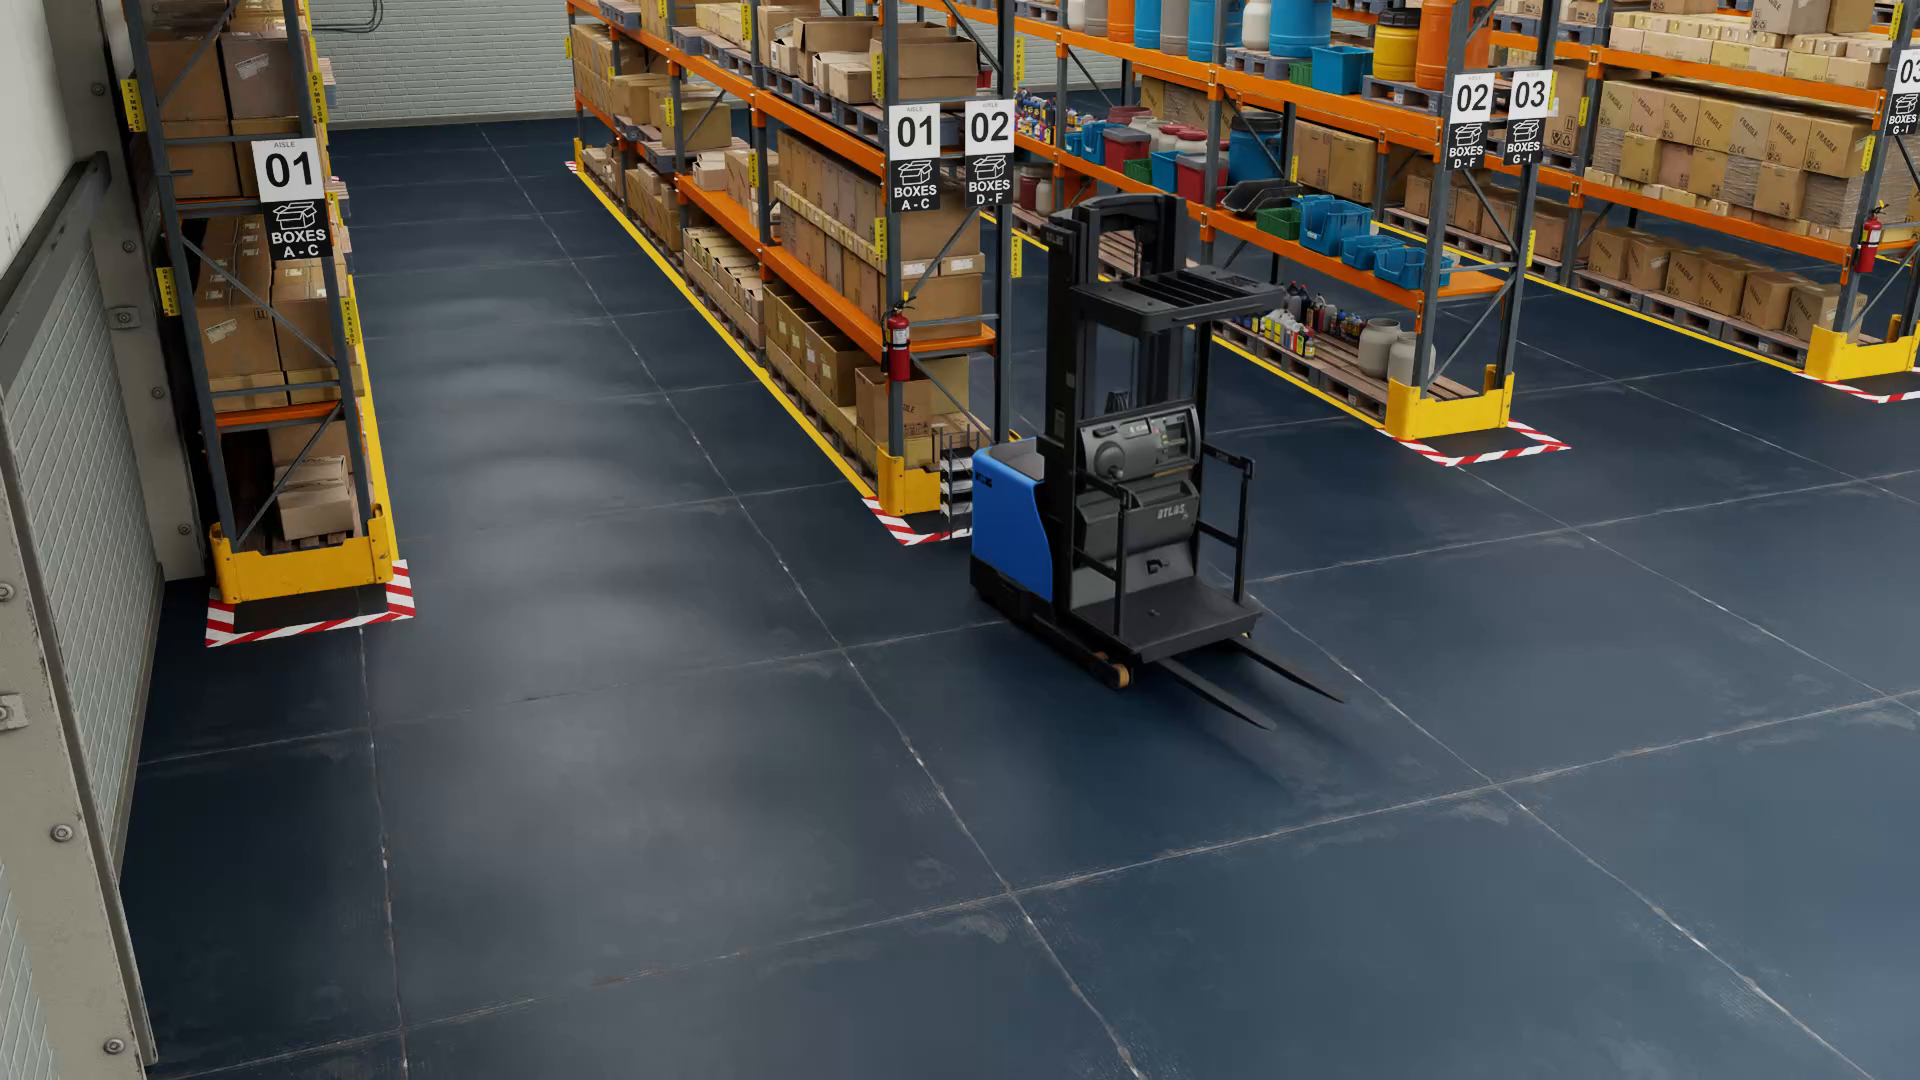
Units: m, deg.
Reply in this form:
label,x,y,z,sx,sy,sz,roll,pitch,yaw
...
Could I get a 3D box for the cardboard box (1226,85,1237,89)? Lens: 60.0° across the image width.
label,x,y,z,sx,sy,sz,roll,pitch,yaw
cardboard box,4.531,-7.384,26.855,0.380,0.149,0.250,-8,24,-19

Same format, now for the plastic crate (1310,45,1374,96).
label,x,y,z,sx,sy,sz,roll,pitch,yaw
plastic crate,3.596,-4.421,15.659,0.392,0.384,0.575,-8,24,-19

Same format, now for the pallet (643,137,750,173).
label,x,y,z,sx,sy,sz,roll,pitch,yaw
pallet,-3.215,-4.771,20.579,1.213,0.211,1.003,-8,24,-19

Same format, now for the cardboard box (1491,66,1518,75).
label,x,y,z,sx,sy,sz,roll,pitch,yaw
cardboard box,9.302,-8.034,28.396,0.380,0.149,0.250,-9,24,-20

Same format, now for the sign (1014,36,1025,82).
label,x,y,z,sx,sy,sz,roll,pitch,yaw
sign,0.437,-3.612,12.491,0.100,0.325,0.005,-8,24,-19

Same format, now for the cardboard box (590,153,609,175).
label,x,y,z,sx,sy,sz,roll,pitch,yaw
cardboard box,-5.456,-5.866,25.902,0.500,0.250,0.500,-8,24,-19

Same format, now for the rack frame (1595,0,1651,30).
label,x,y,z,sx,sy,sz,roll,pitch,yaw
rack frame,7.772,-7.292,18.588,1.000,3.000,0.127,-8,24,-19

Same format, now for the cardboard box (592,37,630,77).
label,x,y,z,sx,sy,sz,roll,pitch,yaw
cardboard box,-5.106,-7.100,24.442,0.500,0.500,0.500,-8,24,-19

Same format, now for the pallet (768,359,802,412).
label,x,y,z,sx,sy,sz,roll,pitch,yaw
pallet,-1.255,-1.590,16.374,1.003,0.211,1.213,-8,24,-19

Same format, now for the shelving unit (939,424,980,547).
label,x,y,z,sx,sy,sz,roll,pitch,yaw
shelving unit,-0.003,-0.418,12.706,0.258,0.900,0.210,-8,24,-19

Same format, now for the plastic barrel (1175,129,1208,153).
label,x,y,z,sx,sy,sz,roll,pitch,yaw
plastic barrel,2.746,-4.555,19.643,0.433,0.535,0.433,0,23,0

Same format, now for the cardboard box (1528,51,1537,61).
label,x,y,z,sx,sy,sz,roll,pitch,yaw
cardboard box,9.515,-7.899,27.153,0.380,0.149,0.250,-8,24,-18

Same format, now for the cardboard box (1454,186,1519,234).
label,x,y,z,sx,sy,sz,roll,pitch,yaw
cardboard box,7.029,-4.386,22.070,0.700,0.500,0.500,-6,24,-15

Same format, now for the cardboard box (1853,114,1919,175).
label,x,y,z,sx,sy,sz,roll,pitch,yaw
cardboard box,9.245,-3.955,16.597,0.500,0.500,0.500,-8,24,-19

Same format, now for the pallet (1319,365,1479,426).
label,x,y,z,sx,sy,sz,roll,pitch,yaw
pallet,4.198,-1.427,15.987,1.003,0.211,1.213,-8,24,-19

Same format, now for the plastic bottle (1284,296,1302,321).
label,x,y,z,sx,sy,sz,roll,pitch,yaw
plastic bottle,3.573,-2.502,17.888,0.152,0.276,0.135,-8,24,-19

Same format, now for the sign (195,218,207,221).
label,x,y,z,sx,sy,sz,roll,pitch,yaw
sign,-6.648,-2.945,14.507,0.100,0.325,0.005,-8,24,-19

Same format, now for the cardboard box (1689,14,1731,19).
label,x,y,z,sx,sy,sz,roll,pitch,yaw
cardboard box,8.335,-5.757,18.488,0.380,0.149,0.250,-10,25,-22

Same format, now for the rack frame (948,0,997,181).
label,x,y,z,sx,sy,sz,roll,pitch,yaw
rack frame,0.312,-6.755,25.038,1.000,3.000,0.127,-8,24,-19

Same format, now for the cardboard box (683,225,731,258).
label,x,y,z,sx,sy,sz,roll,pitch,yaw
cardboard box,-3.000,-3.577,19.777,0.500,0.311,0.500,-7,24,-17

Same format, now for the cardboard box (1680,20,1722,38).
label,x,y,z,sx,sy,sz,roll,pitch,yaw
cardboard box,7.971,-5.483,17.838,0.380,0.149,0.250,-9,24,-20

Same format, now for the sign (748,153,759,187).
label,x,y,z,sx,sy,sz,roll,pitch,yaw
sign,-2.001,-3.589,16.137,0.100,0.325,0.005,-8,24,-19

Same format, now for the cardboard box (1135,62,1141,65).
label,x,y,z,sx,sy,sz,roll,pitch,yaw
cardboard box,3.349,-8.598,29.734,0.380,0.149,0.250,-8,24,-18

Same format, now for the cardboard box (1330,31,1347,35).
label,x,y,z,sx,sy,sz,roll,pitch,yaw
cardboard box,5.411,-7.461,25.292,0.797,0.503,0.637,-8,24,-18

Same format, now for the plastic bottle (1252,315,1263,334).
label,x,y,z,sx,sy,sz,roll,pitch,yaw
plastic bottle,3.121,-2.314,17.434,0.061,0.283,0.133,-7,24,-17

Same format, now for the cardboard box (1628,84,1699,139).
label,x,y,z,sx,sy,sz,roll,pitch,yaw
cardboard box,7.871,-4.792,18.581,0.500,0.500,0.500,-8,24,-19

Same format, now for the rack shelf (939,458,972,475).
label,x,y,z,sx,sy,sz,roll,pitch,yaw
rack shelf,-0.003,-0.553,12.649,0.258,0.077,0.200,-8,24,-19

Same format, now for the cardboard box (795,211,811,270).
label,x,y,z,sx,sy,sz,roll,pitch,yaw
cardboard box,-1.142,-2.865,15.679,0.700,0.500,0.500,-9,24,-20

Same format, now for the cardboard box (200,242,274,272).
label,x,y,z,sx,sy,sz,roll,pitch,yaw
cardboard box,-5.616,-2.018,13.000,0.500,0.500,0.500,-8,24,-18

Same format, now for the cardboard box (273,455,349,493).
label,x,y,z,sx,sy,sz,roll,pitch,yaw
cardboard box,-5.079,-0.470,13.022,0.500,0.311,0.500,-6,24,-15

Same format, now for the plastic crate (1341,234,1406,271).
label,x,y,z,sx,sy,sz,roll,pitch,yaw
plastic crate,3.870,-2.704,15.617,0.499,0.251,0.408,-8,24,-19

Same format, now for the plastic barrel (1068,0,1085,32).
label,x,y,z,sx,sy,sz,roll,pitch,yaw
plastic barrel,1.548,-6.580,20.618,0.421,0.512,0.421,0,23,0

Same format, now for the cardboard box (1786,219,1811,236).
label,x,y,z,sx,sy,sz,roll,pitch,yaw
cardboard box,8.667,-3.208,16.947,0.380,0.149,0.250,-8,24,-19

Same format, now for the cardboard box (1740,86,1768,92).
label,x,y,z,sx,sy,sz,roll,pitch,yaw
cardboard box,11.301,-6.103,23.363,0.500,0.500,0.500,-8,24,-19

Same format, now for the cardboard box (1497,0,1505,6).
label,x,y,z,sx,sy,sz,roll,pitch,yaw
cardboard box,6.644,-7.067,21.144,0.500,0.500,0.500,-9,25,-21

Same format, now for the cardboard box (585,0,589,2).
label,x,y,z,sx,sy,sz,roll,pitch,yaw
cardboard box,-5.267,-8.076,24.503,0.500,0.250,0.500,-8,24,-19

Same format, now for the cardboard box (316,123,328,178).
label,x,y,z,sx,sy,sz,roll,pitch,yaw
cardboard box,-4.758,-2.829,11.706,0.500,0.500,0.500,-7,24,-15

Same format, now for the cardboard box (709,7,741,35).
label,x,y,z,sx,sy,sz,roll,pitch,yaw
cardboard box,-2.495,-5.785,18.526,0.500,0.250,0.500,-8,24,-18

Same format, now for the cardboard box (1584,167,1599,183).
label,x,y,z,sx,sy,sz,roll,pitch,yaw
cardboard box,7.566,-4.292,19.519,0.380,0.149,0.250,-8,24,-19

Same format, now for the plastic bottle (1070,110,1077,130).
label,x,y,z,sx,sy,sz,roll,pitch,yaw
plastic bottle,1.567,-5.790,22.914,0.097,0.271,0.097,0,23,0

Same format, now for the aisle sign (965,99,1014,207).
label,x,y,z,sx,sy,sz,roll,pitch,yaw
aisle sign,0.226,-2.932,12.622,0.394,0.787,0.004,-8,24,-19

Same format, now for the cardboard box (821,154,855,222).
label,x,y,z,sx,sy,sz,roll,pitch,yaw
cardboard box,-0.803,-3.106,14.582,0.700,0.500,0.500,-8,24,-19

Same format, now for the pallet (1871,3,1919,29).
label,x,y,z,sx,sy,sz,roll,pitch,yaw
pallet,12.078,-6.792,21.510,0.805,0.209,1.217,-9,25,-21

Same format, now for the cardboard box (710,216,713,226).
label,x,y,z,sx,sy,sz,roll,pitch,yaw
cardboard box,-2.994,-4.068,21.315,0.500,0.500,0.500,-9,25,-21

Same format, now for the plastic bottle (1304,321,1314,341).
label,x,y,z,sx,sy,sz,roll,pitch,yaw
plastic bottle,3.528,-2.063,16.837,0.061,0.283,0.133,-8,24,-19

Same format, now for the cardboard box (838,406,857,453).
label,x,y,z,sx,sy,sz,roll,pitch,yaw
cardboard box,-0.738,-0.977,14.329,0.500,0.250,0.500,-8,24,-19

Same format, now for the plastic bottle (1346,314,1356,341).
label,x,y,z,sx,sy,sz,roll,pitch,yaw
plastic bottle,4.046,-2.202,17.183,0.097,0.271,0.097,0,23,0

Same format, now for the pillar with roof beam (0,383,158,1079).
label,x,y,z,sx,sy,sz,roll,pitch,yaw
pillar with roof beam,0.373,-2.346,6.853,9.100,9.000,0.400,-8,24,-19

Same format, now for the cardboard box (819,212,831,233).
label,x,y,z,sx,sy,sz,roll,pitch,yaw
cardboard box,-1.033,-2.828,14.758,0.380,0.149,0.250,-9,24,-19

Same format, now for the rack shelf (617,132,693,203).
label,x,y,z,sx,sy,sz,roll,pitch,yaw
rack shelf,-3.617,-5.018,21.844,1.077,0.370,4.000,-8,24,-19

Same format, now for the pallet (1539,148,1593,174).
label,x,y,z,sx,sy,sz,roll,pitch,yaw
pallet,7.638,-4.737,20.497,1.003,0.211,1.213,-8,24,-19

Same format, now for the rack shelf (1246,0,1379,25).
label,x,y,z,sx,sy,sz,roll,pitch,yaw
rack shelf,5.652,-7.758,24.483,1.077,0.370,4.000,-8,24,-19

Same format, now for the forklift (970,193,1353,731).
label,x,y,z,sx,sy,sz,roll,pitch,yaw
forklift,1.279,-0.606,10.539,1.130,2.935,3.031,-14,26,-29

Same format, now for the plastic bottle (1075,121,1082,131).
label,x,y,z,sx,sy,sz,roll,pitch,yaw
plastic bottle,1.601,-5.556,22.448,0.097,0.201,0.097,0,23,0

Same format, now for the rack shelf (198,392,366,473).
label,x,y,z,sx,sy,sz,roll,pitch,yaw
rack shelf,-5.424,-1.430,13.332,1.077,0.370,4.000,-8,24,-19
